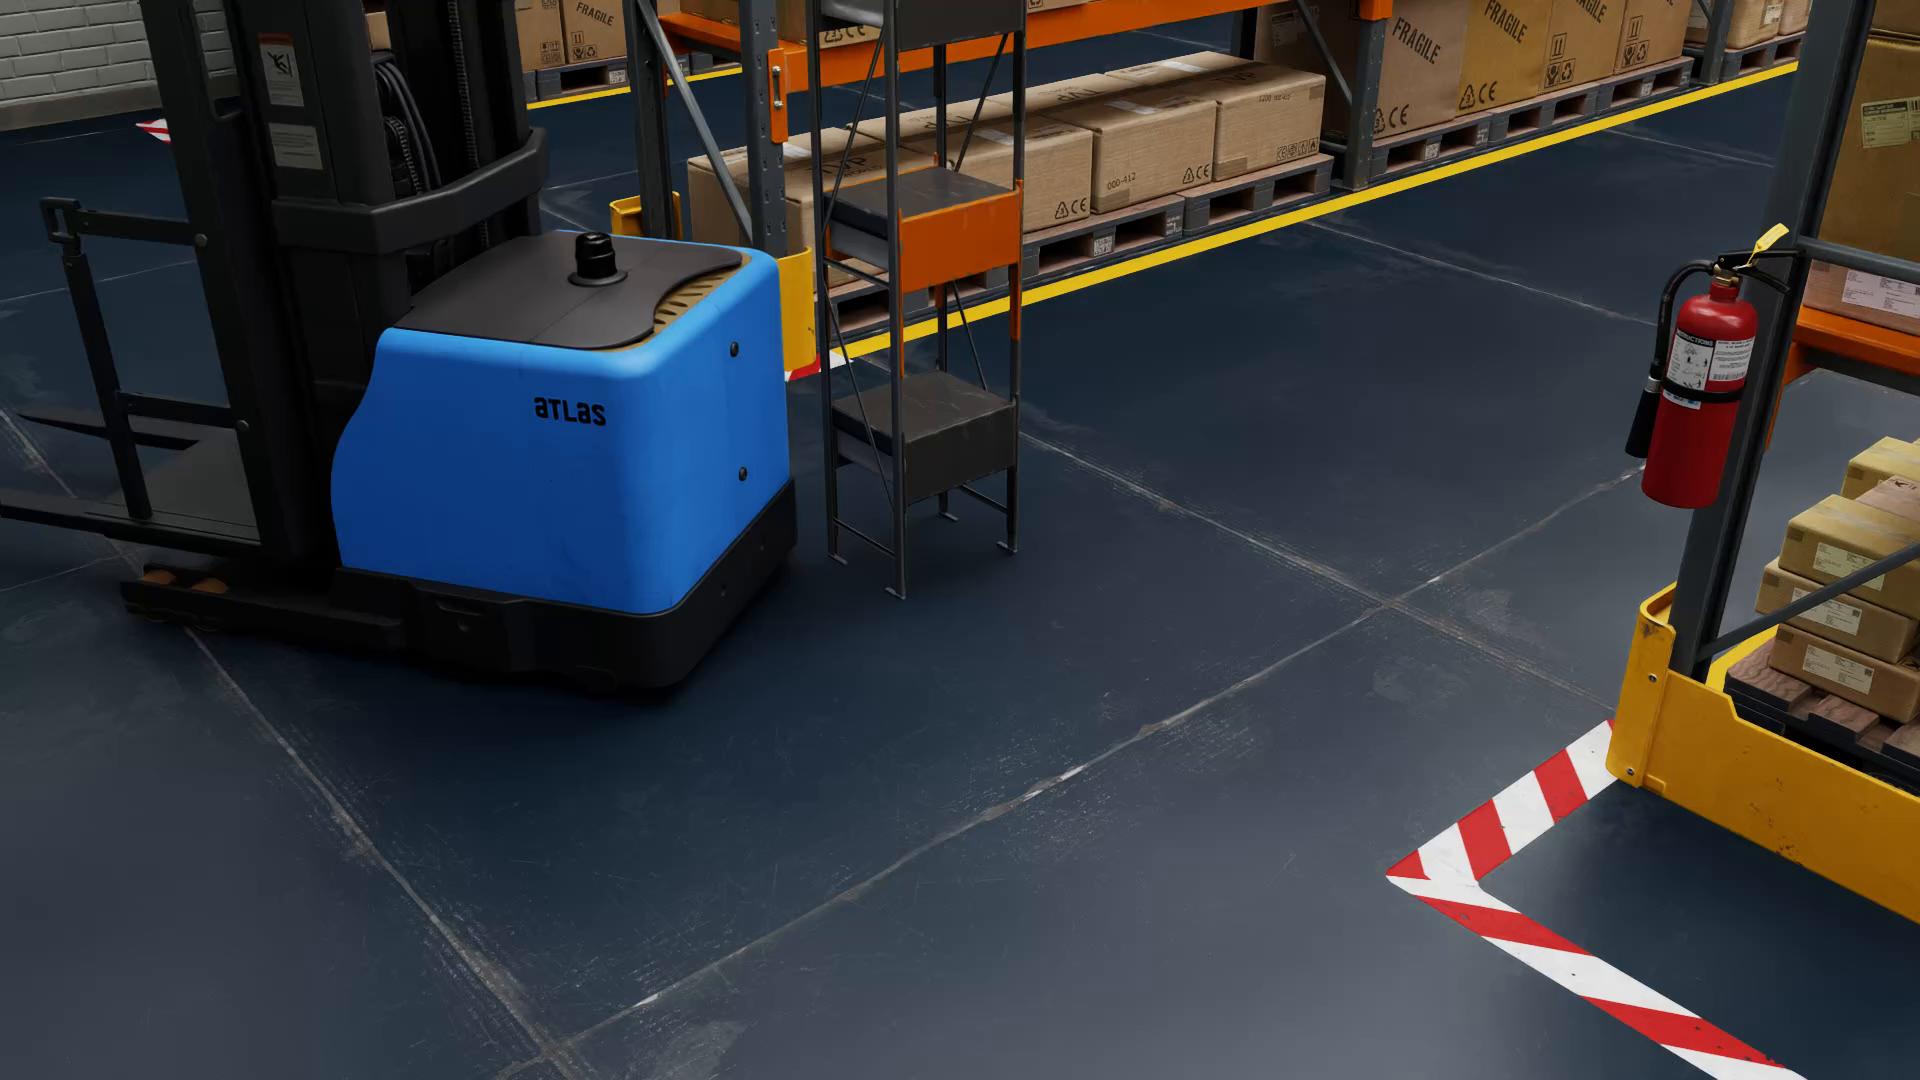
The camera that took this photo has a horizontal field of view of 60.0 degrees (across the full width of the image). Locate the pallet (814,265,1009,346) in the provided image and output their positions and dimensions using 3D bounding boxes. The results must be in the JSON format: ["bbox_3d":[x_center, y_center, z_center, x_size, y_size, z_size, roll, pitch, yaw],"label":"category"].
[{"bbox_3d":[-0.529,-1.303,7.965,1.213,0.211,1.003,-22,35,-35],"label":"pallet"}]

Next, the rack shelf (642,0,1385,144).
[{"bbox_3d":[0.435,-2.555,8.112,4.000,0.370,1.077,-22,35,-35],"label":"rack shelf"}]

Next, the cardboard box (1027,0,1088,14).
[{"bbox_3d":[0.230,-2.662,7.444,0.500,0.500,0.500,-22,35,-35],"label":"cardboard box"}]

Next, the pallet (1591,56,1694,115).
[{"bbox_3d":[4.351,-3.264,11.634,1.213,0.211,1.003,-22,35,-35],"label":"pallet"}]

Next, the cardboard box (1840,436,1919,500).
[{"bbox_3d":[2.784,-0.141,4.779,0.250,0.149,0.380,-23,36,-36],"label":"cardboard box"}]

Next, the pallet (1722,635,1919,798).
[{"bbox_3d":[2.902,0.454,4.676,1.213,0.211,1.003,-22,35,-35],"label":"pallet"}]

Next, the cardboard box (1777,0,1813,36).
[{"bbox_3d":[5.992,-4.132,12.642,0.625,0.372,0.950,-23,36,-36],"label":"cardboard box"}]

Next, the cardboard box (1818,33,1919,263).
[{"bbox_3d":[2.378,-0.922,3.870,0.500,0.500,0.500,-21,35,-34],"label":"cardboard box"}]

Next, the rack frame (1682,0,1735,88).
[{"bbox_3d":[4.999,-4.708,11.377,0.127,3.000,1.000,-22,35,-35],"label":"rack frame"}]

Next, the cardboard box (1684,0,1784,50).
[{"bbox_3d":[5.436,-3.903,12.214,0.625,0.372,0.950,-25,37,-38],"label":"cardboard box"}]

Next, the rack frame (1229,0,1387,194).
[{"bbox_3d":[1.956,-3.484,9.087,0.127,3.000,1.000,-22,35,-35],"label":"rack frame"}]

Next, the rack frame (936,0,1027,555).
[{"bbox_3d":[0.060,-0.950,5.300,0.015,2.100,0.400,-22,35,-35],"label":"rack frame"}]

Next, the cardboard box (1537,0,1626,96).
[{"bbox_3d":[3.739,-3.503,10.931,0.875,0.875,0.875,-21,35,-34],"label":"cardboard box"}]

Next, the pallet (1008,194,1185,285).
[{"bbox_3d":[0.398,-1.675,8.660,1.213,0.211,1.003,-22,35,-35],"label":"pallet"}]

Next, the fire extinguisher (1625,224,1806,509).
[{"bbox_3d":[1.712,-0.406,3.806,0.183,0.674,0.296,-22,35,-35],"label":"fire extinguisher"}]

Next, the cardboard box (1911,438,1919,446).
[{"bbox_3d":[3.022,-0.197,4.885,0.250,0.149,0.380,-24,36,-37],"label":"cardboard box"}]

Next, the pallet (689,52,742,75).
[{"bbox_3d":[-1.791,-3.823,12.680,1.213,0.211,1.003,-22,35,-35],"label":"pallet"}]

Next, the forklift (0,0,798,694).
[{"bbox_3d":[-2.121,-1.233,4.947,3.031,2.935,1.130,8,29,15],"label":"forklift"}]

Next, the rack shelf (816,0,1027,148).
[{"bbox_3d":[-0.126,-1.481,4.837,0.480,0.518,0.431,-22,35,-35],"label":"rack shelf"}]

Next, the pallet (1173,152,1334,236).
[{"bbox_3d":[1.327,-2.050,9.362,1.213,0.211,1.003,-22,35,-35],"label":"pallet"}]

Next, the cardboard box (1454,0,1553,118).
[{"bbox_3d":[3.058,-3.230,10.420,0.875,0.875,0.875,-21,34,-34],"label":"cardboard box"}]

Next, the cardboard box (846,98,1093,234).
[{"bbox_3d":[0.041,-1.837,8.277,0.875,0.438,0.875,-21,34,-34],"label":"cardboard box"}]

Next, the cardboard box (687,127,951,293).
[{"bbox_3d":[-0.649,-1.554,7.747,0.875,0.438,0.875,-23,36,-37],"label":"cardboard box"}]

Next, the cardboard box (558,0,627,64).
[{"bbox_3d":[-2.642,-3.649,11.601,0.500,0.500,0.500,-21,35,-34],"label":"cardboard box"}]

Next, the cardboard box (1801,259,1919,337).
[{"bbox_3d":[2.268,-0.607,3.970,0.250,0.149,0.380,-22,35,-35],"label":"cardboard box"}]

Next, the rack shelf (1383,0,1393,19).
[{"bbox_3d":[3.478,-3.779,10.402,4.000,0.370,1.077,-22,35,-35],"label":"rack shelf"}]

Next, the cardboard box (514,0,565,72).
[{"bbox_3d":[-3.109,-3.523,11.366,0.500,0.500,0.700,-20,34,-33],"label":"cardboard box"}]

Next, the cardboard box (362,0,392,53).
[{"bbox_3d":[-3.784,-3.277,10.902,0.637,0.503,0.797,-24,36,-37],"label":"cardboard box"}]

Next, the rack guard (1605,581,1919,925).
[{"bbox_3d":[2.261,0.563,4.167,0.348,0.500,1.175,-22,35,-35],"label":"rack guard"}]

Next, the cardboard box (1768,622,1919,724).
[{"bbox_3d":[2.468,0.320,4.548,0.250,0.149,0.380,-21,35,-34],"label":"cardboard box"}]

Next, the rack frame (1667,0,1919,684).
[{"bbox_3d":[2.203,-0.517,3.534,0.127,3.000,1.000,-22,35,-35],"label":"rack frame"}]

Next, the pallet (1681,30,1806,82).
[{"bbox_3d":[5.595,-3.717,12.481,1.213,0.211,1.003,-22,35,-35],"label":"pallet"}]

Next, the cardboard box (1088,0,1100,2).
[{"bbox_3d":[0.600,-2.822,7.741,0.500,0.500,0.500,-21,34,-33],"label":"cardboard box"}]

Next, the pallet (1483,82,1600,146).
[{"bbox_3d":[3.423,-2.893,10.939,1.213,0.211,1.003,-22,35,-35],"label":"pallet"}]

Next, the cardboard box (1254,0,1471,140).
[{"bbox_3d":[2.376,-2.951,9.898,0.875,0.875,0.875,-21,34,-33],"label":"cardboard box"}]

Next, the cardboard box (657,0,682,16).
[{"bbox_3d":[-2.319,-3.840,11.960,0.500,0.500,0.700,-23,36,-37],"label":"cardboard box"}]

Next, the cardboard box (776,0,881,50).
[{"bbox_3d":[-0.535,-2.349,6.856,0.500,0.500,0.500,-22,35,-35],"label":"cardboard box"}]

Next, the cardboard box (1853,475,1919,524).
[{"bbox_3d":[2.670,-0.016,4.545,0.250,0.149,0.380,-21,35,-34],"label":"cardboard box"}]

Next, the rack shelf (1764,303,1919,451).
[{"bbox_3d":[3.725,-0.811,4.849,4.000,0.370,1.077,-22,35,-35],"label":"rack shelf"}]

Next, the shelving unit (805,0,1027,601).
[{"bbox_3d":[-0.126,-0.875,5.160,0.503,2.100,0.431,-22,35,-35],"label":"shelving unit"}]

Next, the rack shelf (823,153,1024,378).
[{"bbox_3d":[-0.126,-0.863,5.167,0.480,0.518,0.431,-22,35,-35],"label":"rack shelf"}]

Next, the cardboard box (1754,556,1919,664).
[{"bbox_3d":[2.419,0.161,4.531,0.250,0.149,0.380,-23,36,-36],"label":"cardboard box"}]

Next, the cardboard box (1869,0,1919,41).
[{"bbox_3d":[2.390,-1.362,3.634,0.500,0.500,0.500,-23,36,-36],"label":"cardboard box"}]

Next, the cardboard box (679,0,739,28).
[{"bbox_3d":[-0.892,-2.547,7.228,0.500,0.500,0.500,-22,35,-35],"label":"cardboard box"}]

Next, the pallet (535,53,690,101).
[{"bbox_3d":[-2.720,-3.448,11.978,1.213,0.211,1.003,-22,35,-35],"label":"pallet"}]

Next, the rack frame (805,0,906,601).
[{"bbox_3d":[-0.312,-0.801,5.021,0.015,2.100,0.400,-22,35,-35],"label":"rack frame"}]

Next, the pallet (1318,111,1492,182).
[{"bbox_3d":[2.494,-2.517,10.237,1.213,0.211,1.003,-22,35,-35],"label":"pallet"}]

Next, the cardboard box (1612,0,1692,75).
[{"bbox_3d":[4.420,-3.775,11.439,0.875,0.875,0.875,-22,35,-35],"label":"cardboard box"}]

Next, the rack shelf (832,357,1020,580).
[{"bbox_3d":[-0.126,-0.246,5.497,0.480,0.518,0.431,-22,35,-35],"label":"rack shelf"}]

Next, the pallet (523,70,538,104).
[{"bbox_3d":[-3.647,-3.077,11.284,1.213,0.211,1.003,-22,35,-35],"label":"pallet"}]

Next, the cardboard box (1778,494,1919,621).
[{"bbox_3d":[2.441,0.040,4.440,0.250,0.149,0.380,-21,35,-34],"label":"cardboard box"}]

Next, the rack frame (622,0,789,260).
[{"bbox_3d":[-1.087,-2.261,6.798,0.127,3.000,1.000,-22,35,-35],"label":"rack frame"}]

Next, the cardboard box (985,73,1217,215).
[{"bbox_3d":[0.728,-2.112,8.792,0.875,0.438,0.875,-23,36,-36],"label":"cardboard box"}]

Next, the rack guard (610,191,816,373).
[{"bbox_3d":[-1.105,-1.151,7.373,0.348,0.500,1.175,-22,35,-35],"label":"rack guard"}]

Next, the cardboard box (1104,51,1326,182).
[{"bbox_3d":[1.409,-2.386,9.305,0.875,0.438,0.875,-22,35,-36],"label":"cardboard box"}]
